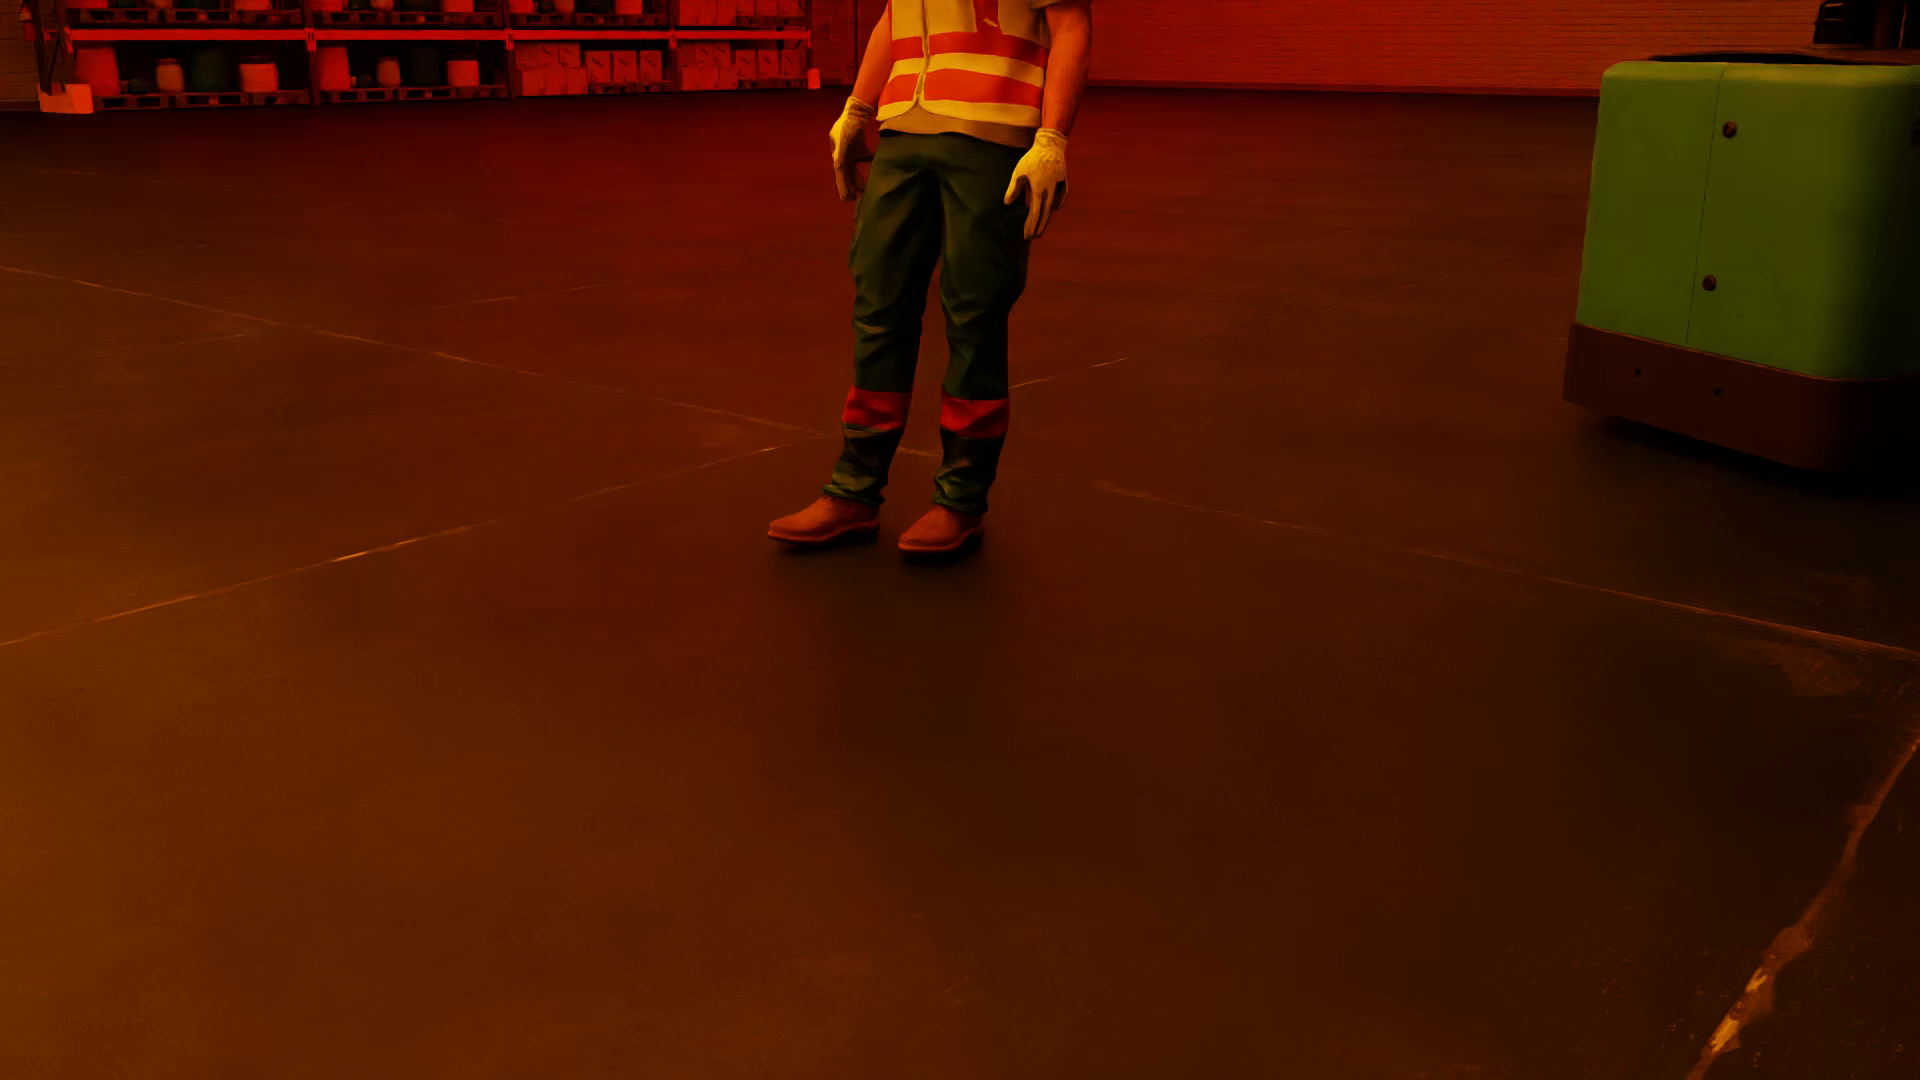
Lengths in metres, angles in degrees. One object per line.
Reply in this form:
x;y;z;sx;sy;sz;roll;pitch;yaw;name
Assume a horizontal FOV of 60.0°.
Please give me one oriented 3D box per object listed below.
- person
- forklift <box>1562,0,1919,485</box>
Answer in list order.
-0.061;-0.848;3.629;0.637;1.787;0.564;13;21;37;person
3.426;-1.795;4.809;3.031;2.935;1.130;-6;18;-20;forklift
